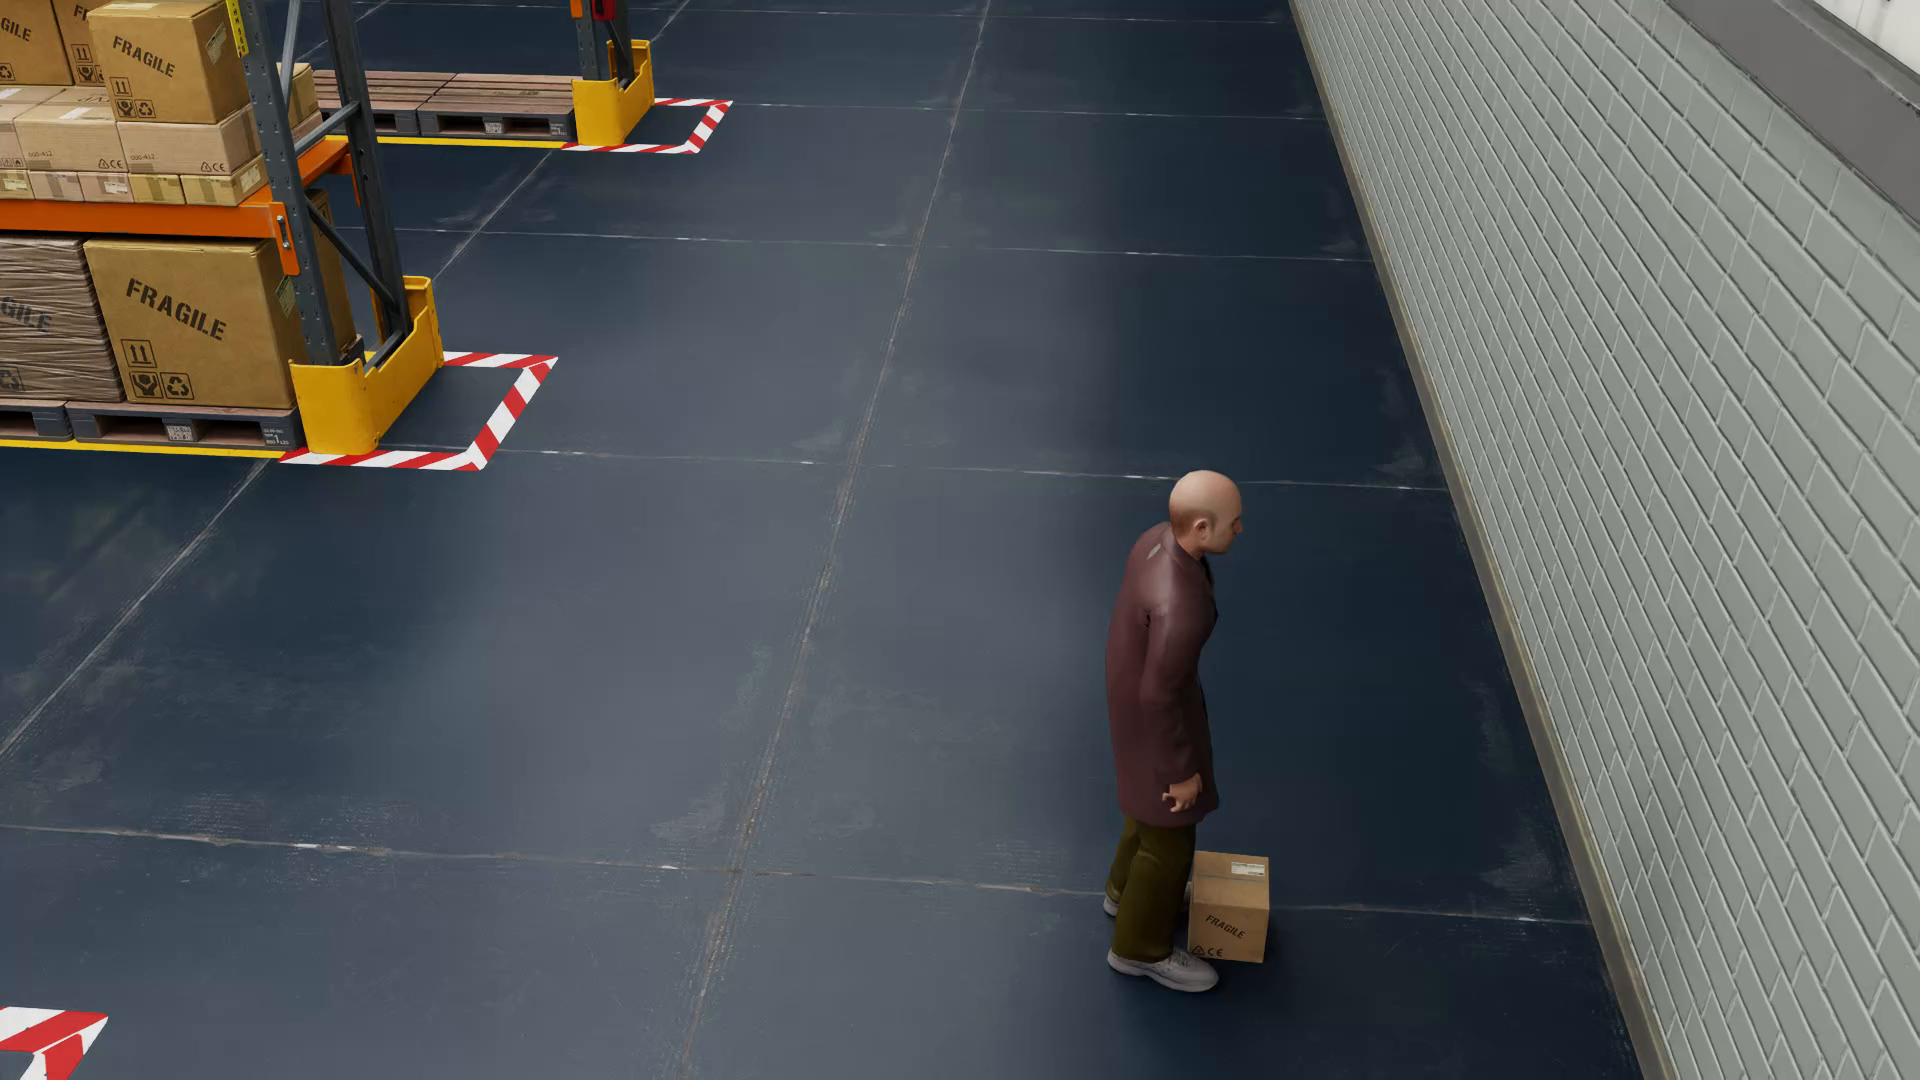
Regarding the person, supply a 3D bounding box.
[{"bbox_3d":[0.656,0.575,5.212,0.420,1.774,0.643,2,32,4],"label":"person"}]
